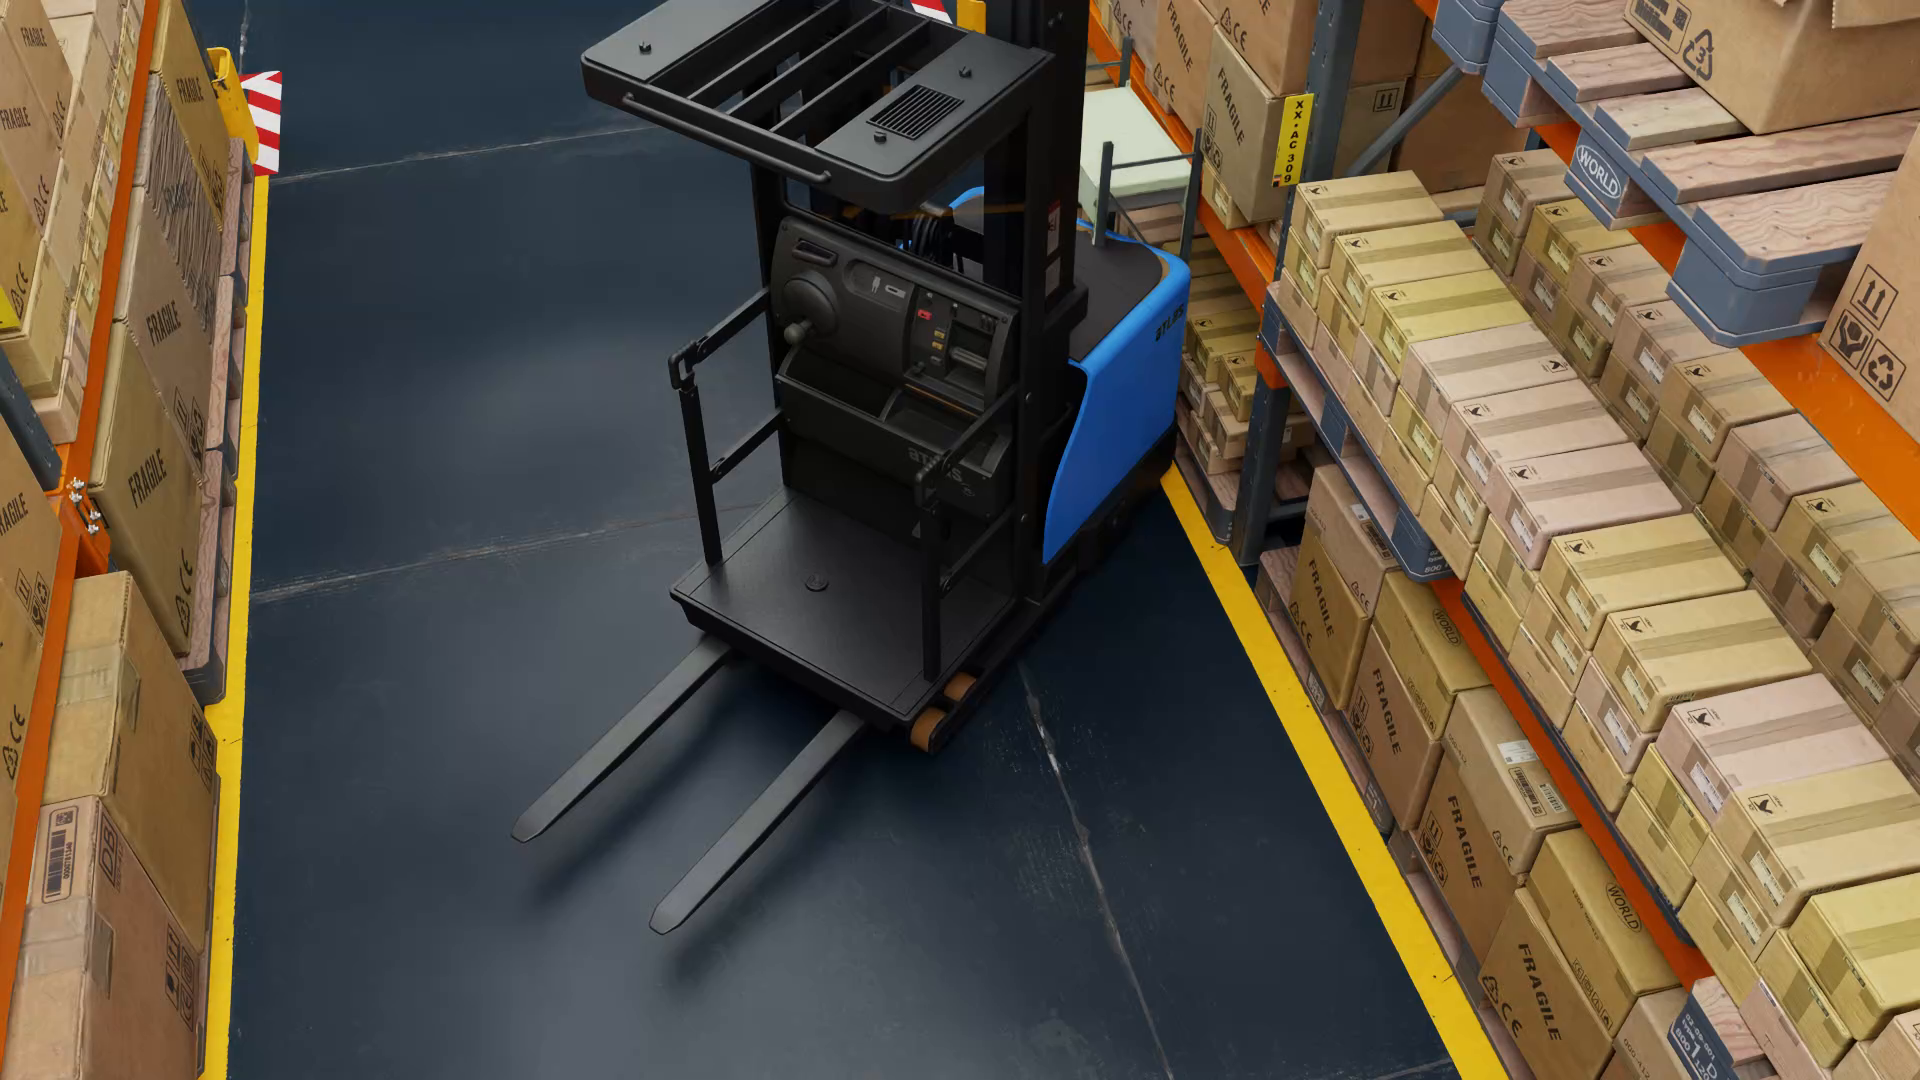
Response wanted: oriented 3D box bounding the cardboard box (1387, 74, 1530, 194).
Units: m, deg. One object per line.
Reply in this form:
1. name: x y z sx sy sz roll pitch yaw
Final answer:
1. cardboard box: 1.699 -1.596 5.936 0.500 0.500 0.500 -11 47 -11

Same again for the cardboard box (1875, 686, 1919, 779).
1. cardboard box: 2.406 0.442 3.890 0.380 0.149 0.250 -11 47 -10

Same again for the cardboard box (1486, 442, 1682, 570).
1. cardboard box: 1.571 -0.088 4.201 0.380 0.149 0.250 -9 46 -9

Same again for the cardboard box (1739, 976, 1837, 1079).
1. cardboard box: 1.908 1.028 3.525 0.380 0.149 0.250 -10 46 -10

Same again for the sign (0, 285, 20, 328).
1. sign: -2.716 -0.716 4.596 0.100 0.325 0.005 -11 47 -10

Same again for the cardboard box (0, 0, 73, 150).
1. cardboard box: -3.370 -1.623 5.612 0.500 0.500 0.500 -12 47 -12

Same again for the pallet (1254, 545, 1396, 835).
1. pallet: 1.783 0.444 6.167 1.003 0.211 1.213 -11 47 -10

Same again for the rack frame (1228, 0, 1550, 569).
1. rack frame: 1.583 -1.069 5.698 1.000 3.000 0.127 -11 47 -10

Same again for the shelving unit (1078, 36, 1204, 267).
1. shelving unit: 0.586 -1.168 6.812 0.431 1.500 0.755 -11 45 -13

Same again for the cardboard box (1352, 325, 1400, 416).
1. cardboard box: 1.374 -0.520 4.833 0.380 0.149 0.250 -10 46 -9

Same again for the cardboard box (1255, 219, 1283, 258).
1. cardboard box: 1.283 -1.136 5.939 0.380 0.149 0.250 -11 47 -11

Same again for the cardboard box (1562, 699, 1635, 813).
1. cardboard box: 1.713 0.490 4.051 0.380 0.149 0.250 -9 46 -9

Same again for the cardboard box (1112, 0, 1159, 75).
1. cardboard box: 0.928 -2.193 6.521 0.500 0.500 0.500 -11 47 -11

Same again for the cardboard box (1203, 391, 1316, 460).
1. cardboard box: 1.195 -0.482 6.616 0.380 0.149 0.250 -10 46 -10

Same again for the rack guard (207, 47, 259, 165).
1. rack guard: -4.268 -2.135 8.493 1.175 0.500 0.348 -11 47 -10

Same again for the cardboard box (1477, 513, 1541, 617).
1. cardboard box: 1.580 0.029 4.295 0.380 0.149 0.250 -11 47 -11

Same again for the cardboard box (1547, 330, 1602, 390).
1. cardboard box: 2.005 -0.539 5.059 0.380 0.149 0.250 -11 47 -10

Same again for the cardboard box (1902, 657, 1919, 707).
1. cardboard box: 2.407 0.346 3.776 0.380 0.149 0.250 -9 46 -8

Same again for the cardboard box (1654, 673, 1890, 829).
1. cardboard box: 1.781 0.465 3.660 0.380 0.149 0.250 -11 47 -10

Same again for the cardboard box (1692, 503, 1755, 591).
1. cardboard box: 2.212 0.009 4.523 0.380 0.149 0.250 -9 46 -9

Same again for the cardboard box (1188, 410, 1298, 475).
1. cardboard box: 1.153 -0.427 6.770 0.380 0.149 0.250 -10 46 -10

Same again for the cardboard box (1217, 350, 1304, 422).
1. cardboard box: 1.240 -0.625 6.547 0.380 0.149 0.250 -9 46 -9

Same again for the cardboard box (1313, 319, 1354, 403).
1. cardboard box: 1.315 -0.582 5.102 0.380 0.149 0.250 -10 46 -10

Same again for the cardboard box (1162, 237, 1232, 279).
1. cardboard box: 1.075 -1.158 7.070 0.380 0.149 0.250 -9 46 -9

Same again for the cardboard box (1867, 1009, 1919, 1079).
1. cardboard box: 1.976 0.997 3.138 0.380 0.149 0.250 -11 47 -11

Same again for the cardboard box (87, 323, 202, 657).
1. cardboard box: -3.330 -0.106 5.947 0.875 0.875 0.875 -11 47 -10

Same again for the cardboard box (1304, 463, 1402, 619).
1. cardboard box: 1.516 -0.045 5.625 0.500 0.250 0.500 -13 47 -12

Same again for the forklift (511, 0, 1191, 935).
1. forklift: -0.355 -0.655 5.340 1.130 2.935 3.031 26 51 23

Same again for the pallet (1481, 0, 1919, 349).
1. pallet: 1.906 -0.892 3.555 1.213 0.211 1.003 -11 47 -10

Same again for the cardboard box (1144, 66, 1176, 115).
1. cardboard box: 0.961 -1.854 6.642 0.380 0.149 0.250 -13 47 -12

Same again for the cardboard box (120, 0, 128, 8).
1. cardboard box: -3.752 -2.409 6.907 0.500 0.250 0.500 -11 47 -11

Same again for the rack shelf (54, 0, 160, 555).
1. rack shelf: -3.750 -1.361 6.487 1.077 0.370 4.000 -11 47 -10

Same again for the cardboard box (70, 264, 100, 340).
1. cardboard box: -3.127 -0.772 5.583 0.380 0.149 0.250 -9 46 -9

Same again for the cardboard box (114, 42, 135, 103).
1. cardboard box: -3.523 -1.836 6.625 0.380 0.149 0.250 -11 47 -10

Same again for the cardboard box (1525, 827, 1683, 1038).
1. cardboard box: 1.923 1.033 4.568 0.500 0.250 0.500 -10 46 -9

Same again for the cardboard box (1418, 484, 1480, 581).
1. cardboard box: 1.504 -0.059 4.590 0.380 0.149 0.250 -13 47 -12

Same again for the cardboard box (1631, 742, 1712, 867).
1. cardboard box: 1.775 0.561 3.773 0.380 0.149 0.250 -11 47 -11

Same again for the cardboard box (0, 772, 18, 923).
1. cardboard box: -2.594 0.708 3.886 0.500 0.500 0.500 -11 47 -11

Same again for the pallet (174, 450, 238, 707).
1. pallet: -3.357 0.205 6.402 1.003 0.211 1.213 -11 47 -10

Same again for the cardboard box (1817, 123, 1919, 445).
1. cardboard box: 1.950 -0.429 2.900 0.500 0.500 0.500 -11 47 -10

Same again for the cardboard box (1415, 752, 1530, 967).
1. cardboard box: 1.800 0.942 5.183 0.500 0.500 0.500 -10 46 -10

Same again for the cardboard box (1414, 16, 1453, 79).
1. cardboard box: 1.703 -1.914 5.547 0.500 0.500 0.500 -10 46 -9

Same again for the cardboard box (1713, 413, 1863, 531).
1. cardboard box: 2.207 -0.195 4.306 0.380 0.149 0.250 -13 47 -12

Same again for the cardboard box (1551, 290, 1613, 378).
1. cardboard box: 2.005 -0.640 4.951 0.380 0.149 0.250 -9 46 -9

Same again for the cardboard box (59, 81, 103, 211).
1. cardboard box: -3.366 -1.357 5.876 0.500 0.250 0.500 -10 46 -9

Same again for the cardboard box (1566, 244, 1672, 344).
1. cardboard box: 2.008 -0.731 4.831 0.380 0.149 0.250 -12 47 -12

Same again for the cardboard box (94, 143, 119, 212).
1. cardboard box: -3.324 -1.304 6.104 0.380 0.149 0.250 -10 46 -10

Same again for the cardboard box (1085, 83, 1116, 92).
1. cardboard box: 0.697 -2.049 7.944 0.380 0.149 0.250 -9 46 -9

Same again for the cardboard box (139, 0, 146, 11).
1. cardboard box: -3.721 -2.367 7.145 0.380 0.149 0.250 -11 47 -10

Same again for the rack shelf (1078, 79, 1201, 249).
1. rack shelf: 0.594 -1.451 6.542 0.431 0.370 0.720 -11 45 -13

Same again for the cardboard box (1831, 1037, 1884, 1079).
1. cardboard box: 1.970 1.087 3.258 0.380 0.149 0.250 -9 46 -9

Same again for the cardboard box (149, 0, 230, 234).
1. cardboard box: -4.021 -1.970 7.774 0.875 0.875 0.875 -11 47 -10

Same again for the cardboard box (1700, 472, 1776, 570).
1. cardboard box: 2.216 -0.084 4.406 0.380 0.149 0.250 -11 47 -10

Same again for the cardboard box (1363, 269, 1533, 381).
1. cardboard box: 1.379 -0.612 4.714 0.380 0.149 0.250 -10 46 -10

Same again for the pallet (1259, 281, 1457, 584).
1. pallet: 1.638 -0.448 5.223 1.003 0.211 1.213 -11 47 -10

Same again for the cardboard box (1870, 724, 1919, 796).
1. cardboard box: 2.408 0.547 3.996 0.380 0.149 0.250 -9 46 -9

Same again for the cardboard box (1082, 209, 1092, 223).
1. cardboard box: 0.792 -1.494 7.816 0.380 0.149 0.250 -11 47 -10
